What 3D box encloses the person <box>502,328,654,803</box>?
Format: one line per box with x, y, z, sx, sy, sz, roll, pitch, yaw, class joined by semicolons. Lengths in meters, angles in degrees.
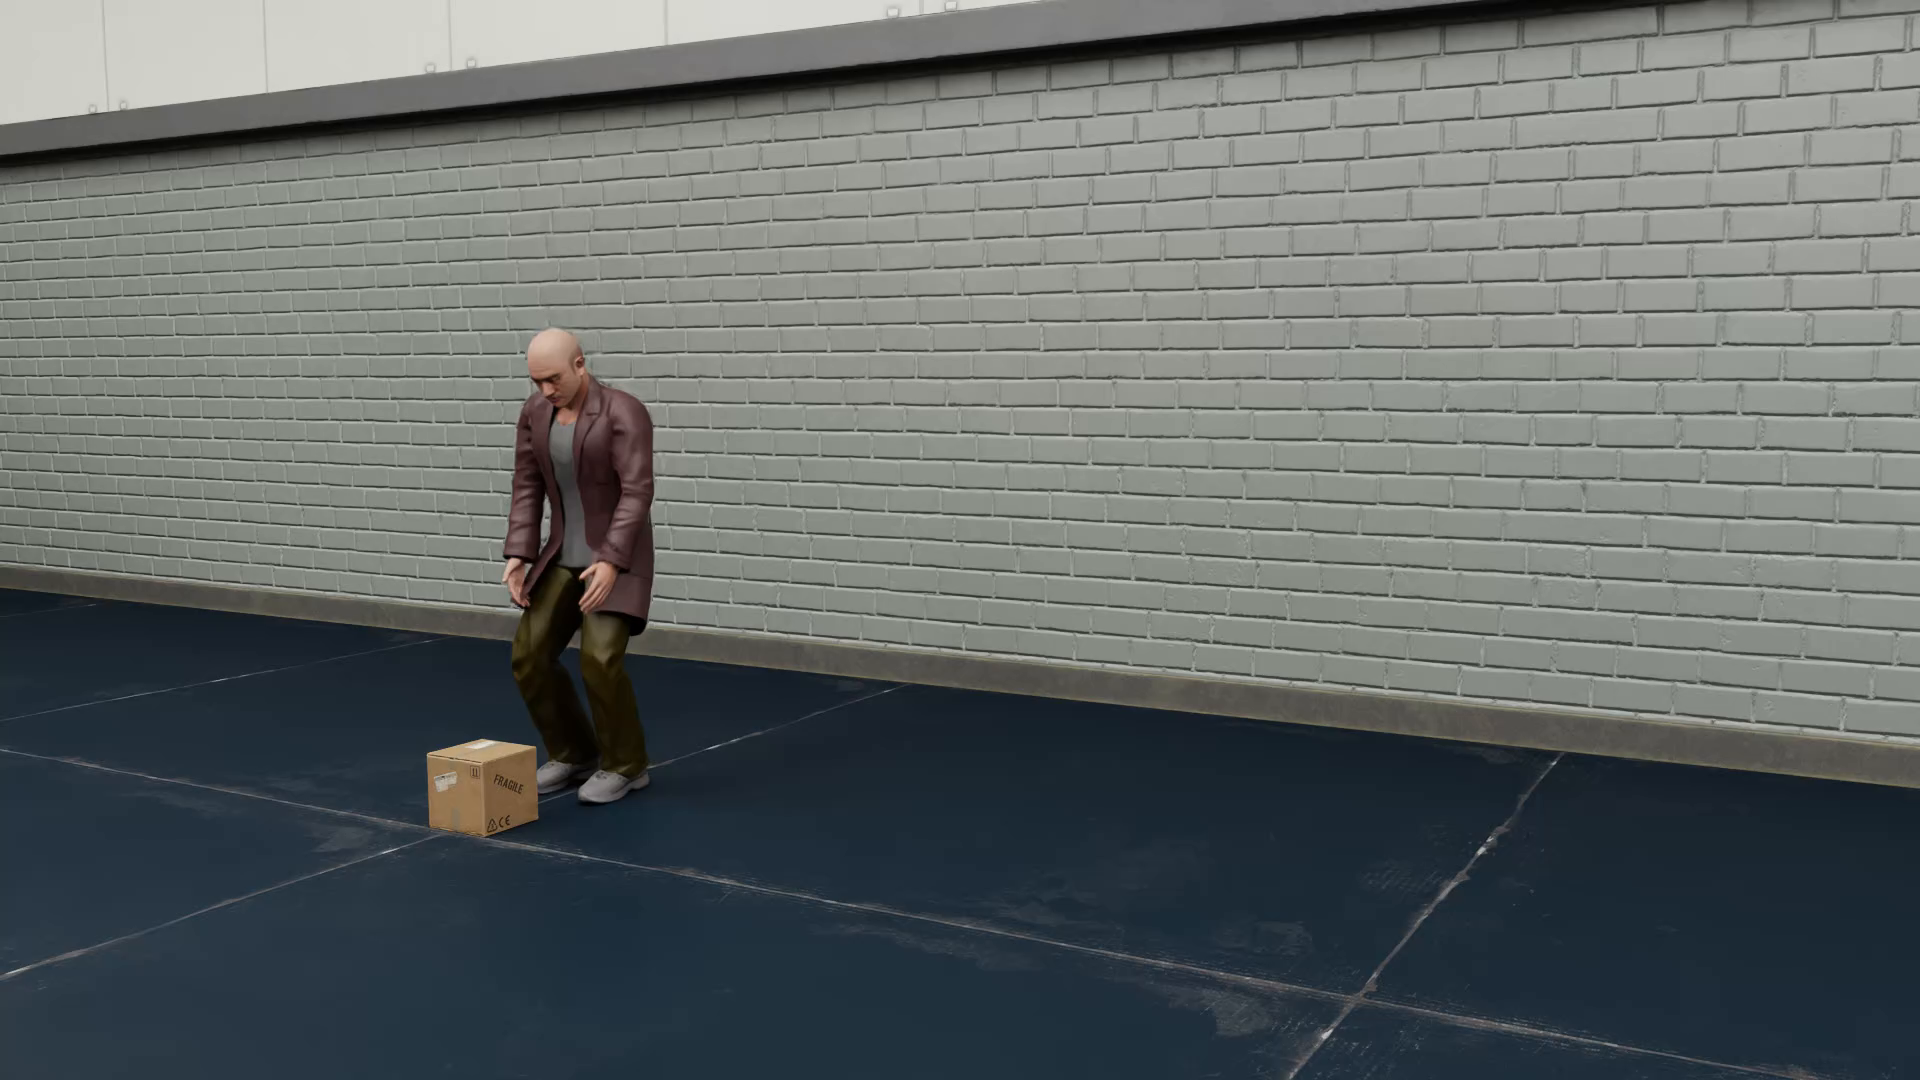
-1.316;0.091;5.882;0.611;1.643;0.522;3;7;30;person
